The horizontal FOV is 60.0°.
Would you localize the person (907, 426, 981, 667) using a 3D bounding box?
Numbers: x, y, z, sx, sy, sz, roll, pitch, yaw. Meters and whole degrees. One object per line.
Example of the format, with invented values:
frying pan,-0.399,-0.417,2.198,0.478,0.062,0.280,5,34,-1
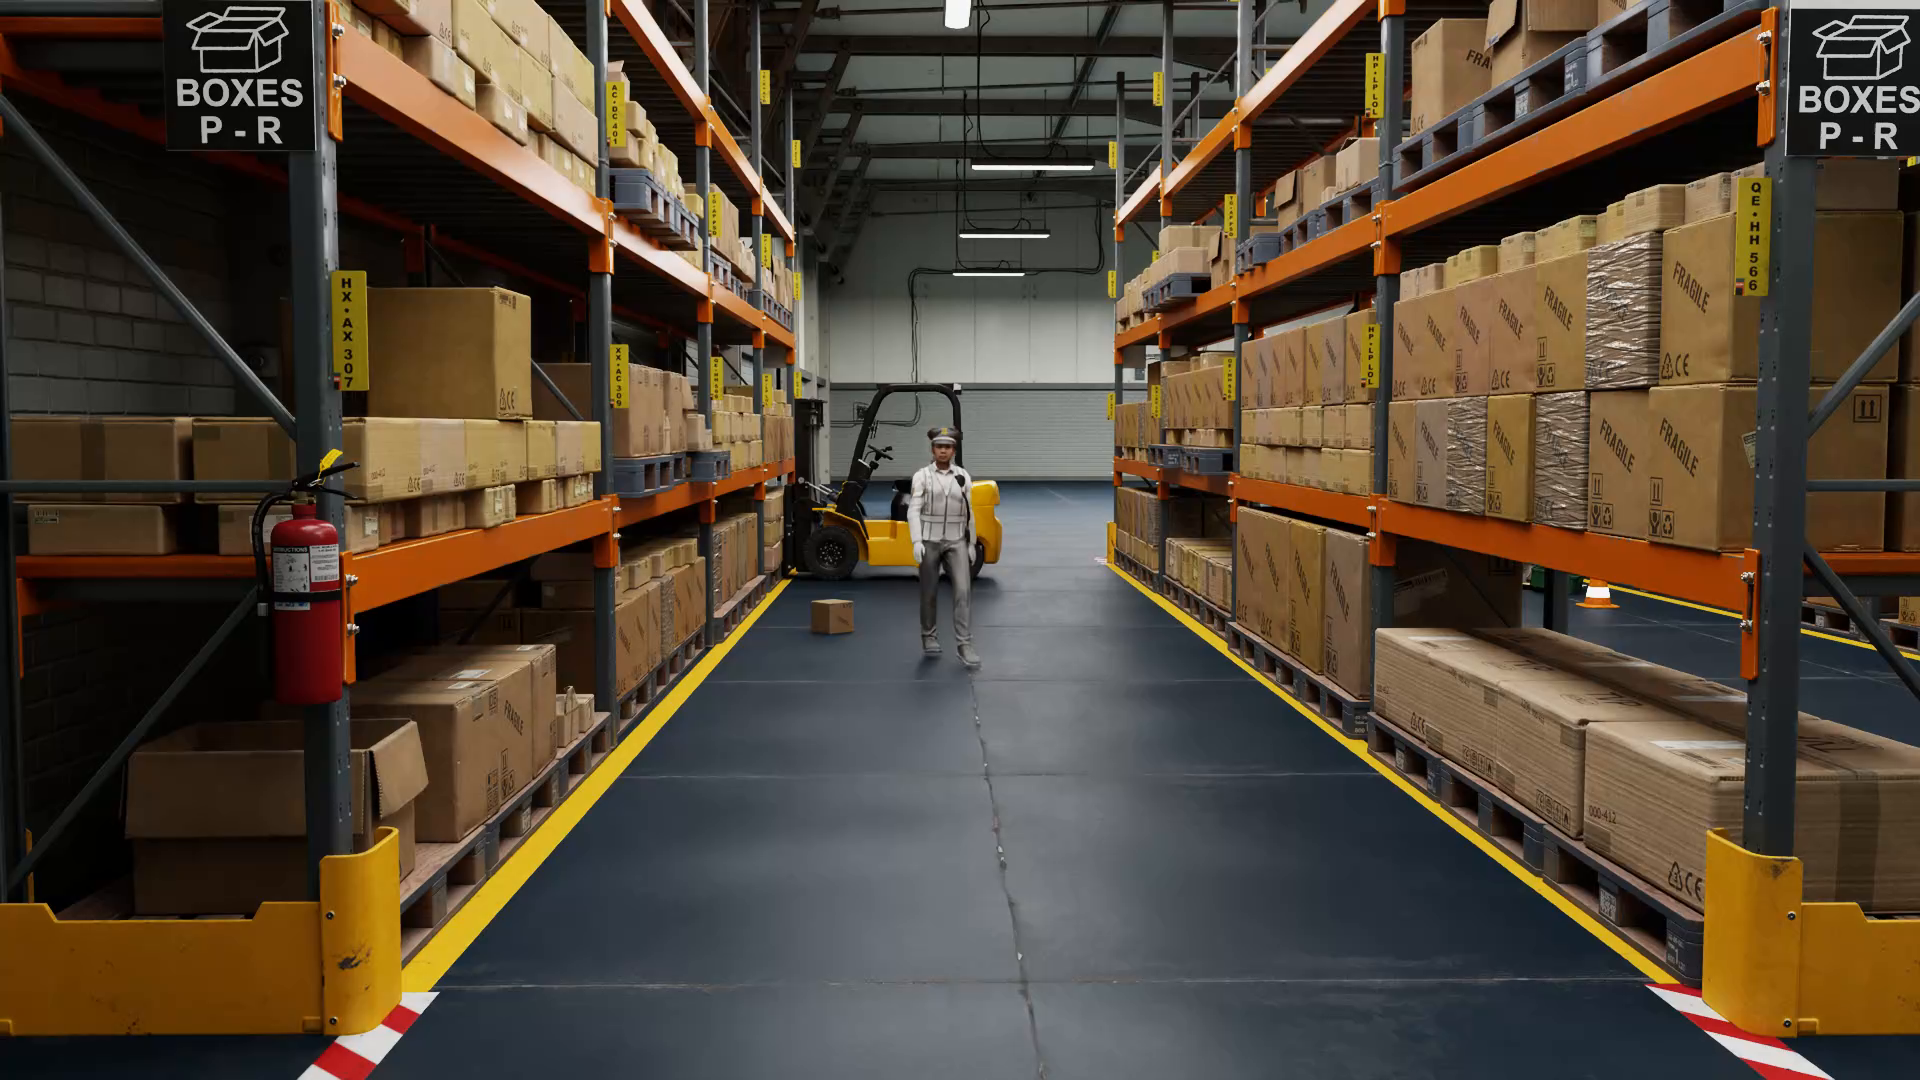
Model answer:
person,-0.114,0.020,11.780,0.523,1.651,0.921,0,4,-7
